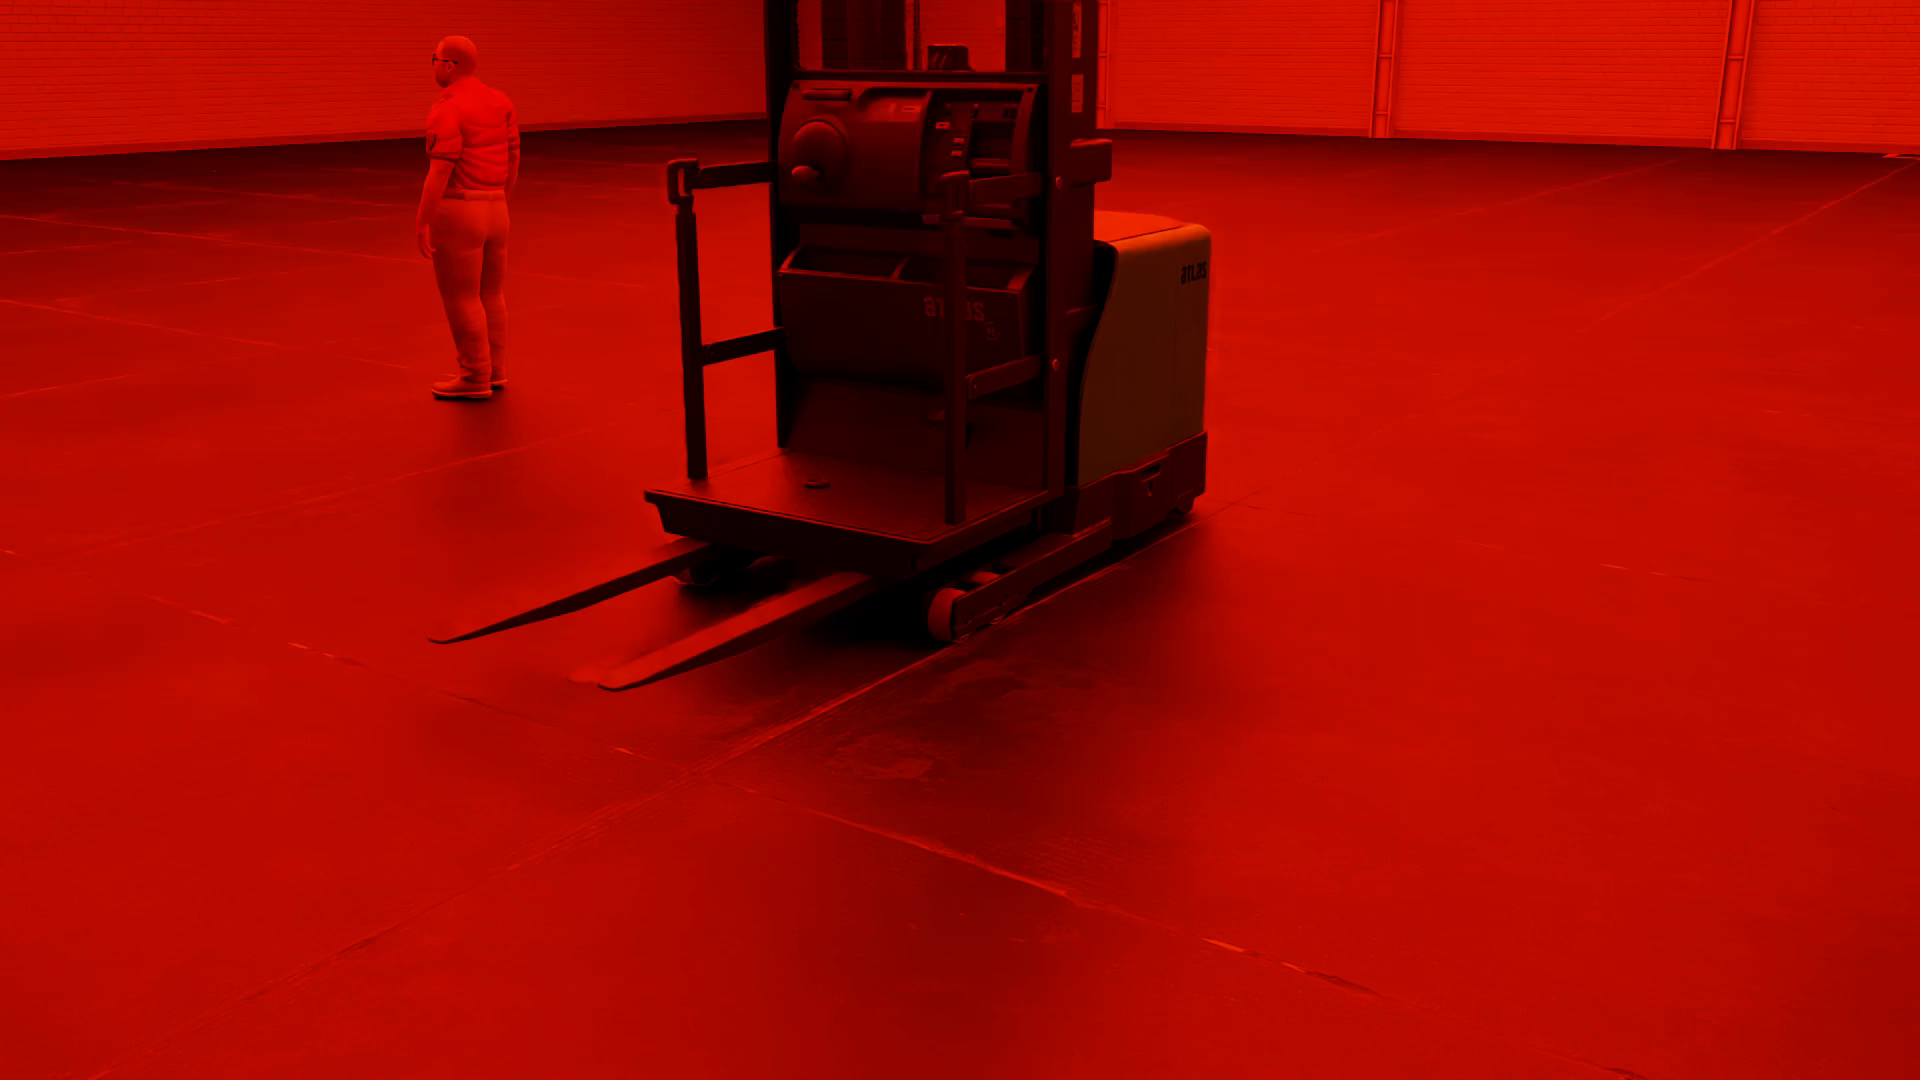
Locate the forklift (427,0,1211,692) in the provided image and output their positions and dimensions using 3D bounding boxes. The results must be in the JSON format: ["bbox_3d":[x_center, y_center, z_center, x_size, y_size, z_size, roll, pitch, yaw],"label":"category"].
[{"bbox_3d":[-0.289,-1.249,5.009,1.130,2.935,3.031,10,20,31],"label":"forklift"}]

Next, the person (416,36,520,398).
[{"bbox_3d":[-2.468,-1.559,8.121,0.551,1.727,0.640,7,18,23],"label":"person"}]
